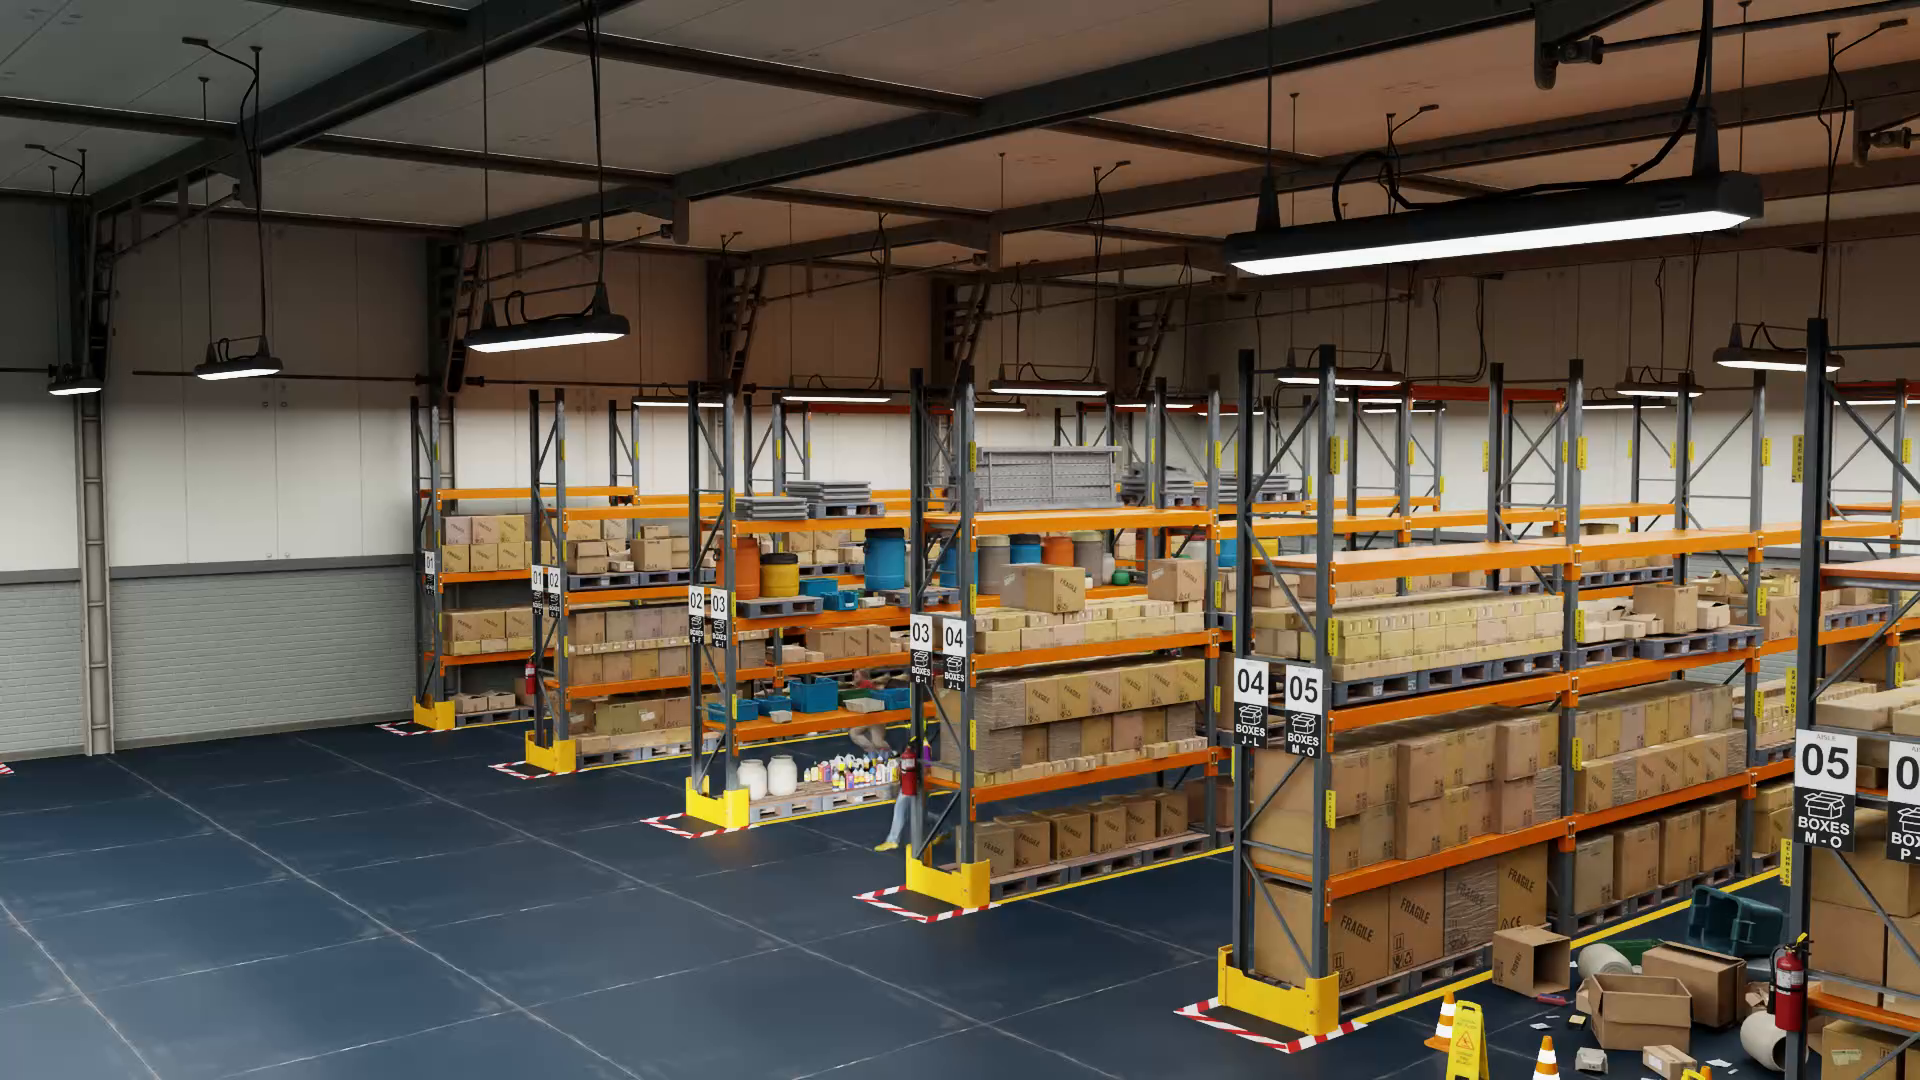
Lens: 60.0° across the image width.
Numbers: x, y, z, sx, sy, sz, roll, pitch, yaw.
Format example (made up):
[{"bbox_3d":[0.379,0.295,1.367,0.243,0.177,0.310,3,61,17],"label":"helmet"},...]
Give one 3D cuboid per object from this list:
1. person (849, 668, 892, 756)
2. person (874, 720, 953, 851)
[{"bbox_3d":[-1.437,2.803,26.248,0.971,1.593,0.674,-2,4,-29],"label":"person"},{"bbox_3d":[-0.510,3.052,20.739,0.972,1.716,0.739,-1,4,-21],"label":"person"}]
